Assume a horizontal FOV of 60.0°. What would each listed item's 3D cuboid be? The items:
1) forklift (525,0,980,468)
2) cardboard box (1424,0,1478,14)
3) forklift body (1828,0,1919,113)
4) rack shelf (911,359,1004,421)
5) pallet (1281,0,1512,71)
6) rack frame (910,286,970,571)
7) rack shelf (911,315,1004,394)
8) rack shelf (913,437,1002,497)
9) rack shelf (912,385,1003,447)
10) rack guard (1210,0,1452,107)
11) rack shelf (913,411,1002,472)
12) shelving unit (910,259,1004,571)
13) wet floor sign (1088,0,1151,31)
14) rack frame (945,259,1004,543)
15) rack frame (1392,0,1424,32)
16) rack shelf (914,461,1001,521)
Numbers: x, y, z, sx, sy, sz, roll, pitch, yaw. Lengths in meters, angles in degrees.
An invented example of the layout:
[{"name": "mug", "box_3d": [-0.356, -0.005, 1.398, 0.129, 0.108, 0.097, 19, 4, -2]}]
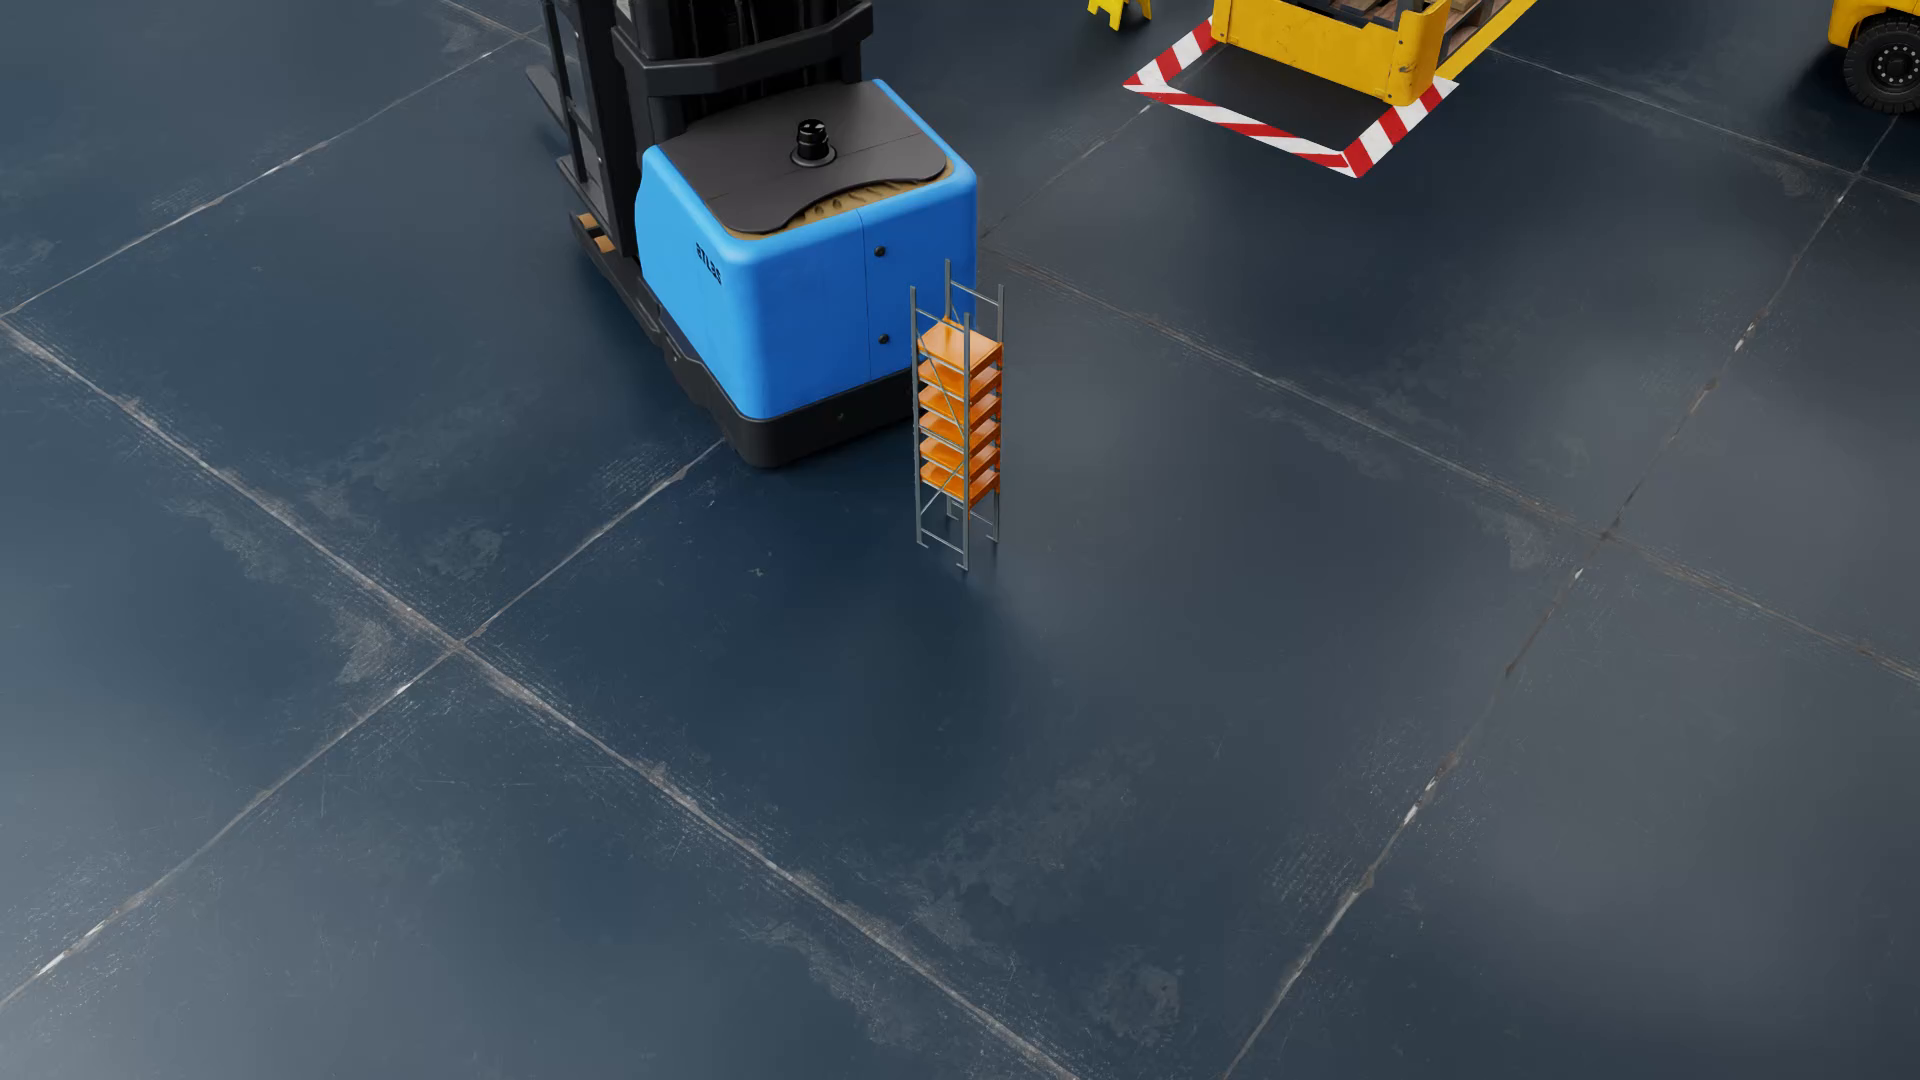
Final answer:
[{"name": "forklift", "box_3d": [-1.089, -2.350, 6.468, 1.130, 2.935, 3.031, -23, 50, -20]}, {"name": "cardboard box", "box_3d": [2.533, -3.033, 8.684, 0.500, 0.250, 0.500, 29, 53, 25]}, {"name": "forklift body", "box_3d": [5.467, -2.905, 7.537, 2.313, 2.155, 1.214, 29, 53, 25]}, {"name": "rack shelf", "box_3d": [-0.009, -0.541, 5.667, 0.258, 0.103, 0.180, 29, 53, 25]}, {"name": "pallet", "box_3d": [2.392, -3.028, 8.997, 1.003, 0.211, 1.213, 29, 53, 25]}, {"name": "rack frame", "box_3d": [-0.065, -0.354, 5.758, 0.240, 1.200, 0.006, 29, 53, 25]}, {"name": "rack shelf", "box_3d": [-0.009, -0.624, 5.580, 0.258, 0.103, 0.180, 29, 53, 25]}, {"name": "rack shelf", "box_3d": [-0.009, -0.293, 5.927, 0.258, 0.103, 0.180, 29, 53, 25]}, {"name": "rack shelf", "box_3d": [-0.009, -0.458, 5.754, 0.258, 0.103, 0.180, 29, 53, 25]}, {"name": "rack guard", "box_3d": [1.868, -2.679, 8.463, 1.175, 0.500, 0.348, 29, 53, 25]}, {"name": "rack shelf", "box_3d": [-0.009, -0.375, 5.840, 0.258, 0.103, 0.180, 29, 53, 25]}, {"name": "shelving unit", "box_3d": [-0.009, -0.406, 5.808, 0.258, 1.200, 0.189, 29, 53, 25]}, {"name": "wet floor sign", "box_3d": [0.858, -3.050, 8.717, 0.232, 0.644, 0.267, -25, 51, -22]}, {"name": "rack frame", "box_3d": [0.047, -0.459, 5.858, 0.240, 1.200, 0.006, 29, 53, 25]}, {"name": "rack frame", "box_3d": [1.821, -3.499, 7.518, 1.000, 3.000, 0.127, 29, 53, 25]}, {"name": "rack shelf", "box_3d": [-0.009, -0.210, 6.014, 0.258, 0.103, 0.180, 29, 53, 25]}]
